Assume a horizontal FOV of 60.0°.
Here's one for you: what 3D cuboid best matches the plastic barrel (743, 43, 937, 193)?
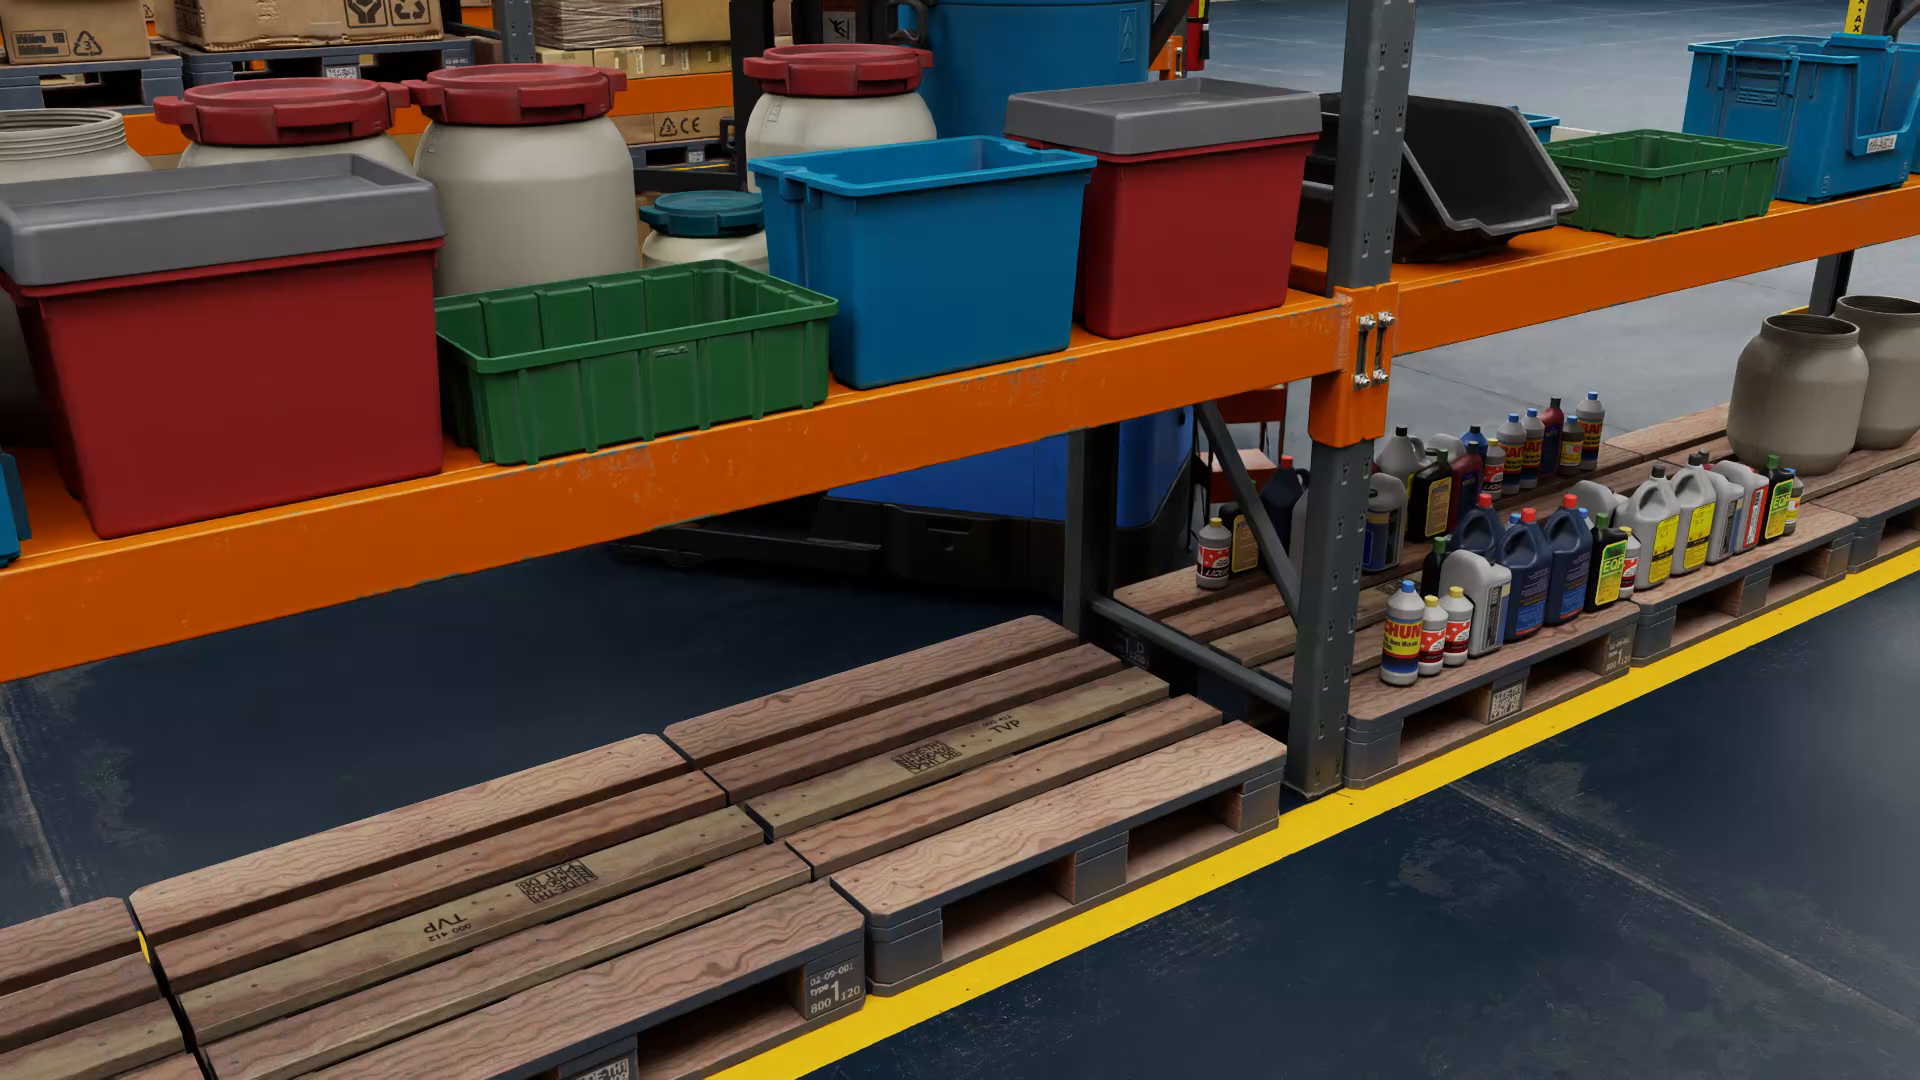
[{"bbox_3d":[-0.261,-0.812,3.700,0.433,0.535,0.433,0,22,0],"label":"plastic barrel"}]

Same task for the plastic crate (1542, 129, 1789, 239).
[{"bbox_3d":[1.910,-1.000,4.642,0.662,0.188,0.450,-15,26,-33],"label":"plastic crate"}]

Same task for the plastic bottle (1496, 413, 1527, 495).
[{"bbox_3d":[1.877,-0.298,5.684,0.097,0.271,0.097,0,22,0],"label":"plastic bottle"}]

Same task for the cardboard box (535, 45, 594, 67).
[{"bbox_3d":[-1.899,-2.219,7.750,0.250,0.149,0.380,-15,26,-33],"label":"cardboard box"}]

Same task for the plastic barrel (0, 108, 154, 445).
[{"bbox_3d":[-1.551,-0.454,2.836,0.421,0.512,0.421,0,22,0],"label":"plastic barrel"}]

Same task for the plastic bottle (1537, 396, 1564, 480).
[{"bbox_3d":[2.042,-0.356,5.813,0.133,0.283,0.061,-14,26,-32],"label":"plastic bottle"}]

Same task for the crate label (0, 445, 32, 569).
[{"bbox_3d":[-1.639,-0.174,2.238,0.616,0.435,0.502,-15,26,-33],"label":"crate label"}]

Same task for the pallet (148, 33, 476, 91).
[{"bbox_3d":[-2.954,-2.169,7.544,1.213,0.211,1.003,-15,26,-33],"label":"pallet"}]

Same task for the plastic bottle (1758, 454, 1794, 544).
[{"bbox_3d":[2.571,-0.138,5.267,0.133,0.283,0.061,-14,26,-32],"label":"plastic bottle"}]

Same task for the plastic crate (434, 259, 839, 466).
[{"bbox_3d":[-0.605,-0.330,2.961,0.662,0.188,0.450,-15,26,-33],"label":"plastic crate"}]

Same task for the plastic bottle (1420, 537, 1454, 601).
[{"bbox_3d":[1.342,0.120,4.619,0.133,0.283,0.061,-15,26,-33],"label":"plastic bottle"}]

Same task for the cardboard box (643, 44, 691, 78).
[{"bbox_3d":[-1.502,-2.332,8.032,0.250,0.149,0.380,-15,26,-33],"label":"cardboard box"}]

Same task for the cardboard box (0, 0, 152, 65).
[{"bbox_3d":[-3.602,-2.220,6.706,0.637,0.503,0.797,-12,25,-27],"label":"cardboard box"}]

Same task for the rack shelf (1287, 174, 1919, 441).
[{"bbox_3d":[2.267,-0.989,5.297,4.000,0.370,1.077,-15,26,-33],"label":"rack shelf"}]

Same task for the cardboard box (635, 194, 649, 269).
[{"bbox_3d":[-1.901,-1.489,8.385,0.500,0.500,0.500,-16,27,-34],"label":"cardboard box"}]

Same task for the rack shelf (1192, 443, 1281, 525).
[{"bbox_3d":[0.934,-0.167,5.670,0.240,0.259,0.215,-4,23,-9],"label":"rack shelf"}]

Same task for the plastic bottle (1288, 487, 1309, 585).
[{"bbox_3d":[1.082,-0.047,4.946,0.185,0.351,0.144,-15,26,-33],"label":"plastic bottle"}]

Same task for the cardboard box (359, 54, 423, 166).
[{"bbox_3d":[-4.512,-3.217,12.212,0.875,0.875,0.875,-14,26,-32],"label":"cardboard box"}]

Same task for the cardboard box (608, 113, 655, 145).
[{"bbox_3d":[-3.042,-3.610,13.197,0.875,0.875,0.875,-15,26,-34],"label":"cardboard box"}]

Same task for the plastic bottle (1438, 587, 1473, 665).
[{"bbox_3d":[1.323,0.224,4.469,0.097,0.201,0.097,0,22,0],"label":"plastic bottle"}]

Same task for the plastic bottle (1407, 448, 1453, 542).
[{"bbox_3d":[1.497,-0.145,5.284,0.133,0.283,0.061,-15,26,-33],"label":"plastic bottle"}]

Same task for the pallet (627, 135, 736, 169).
[{"bbox_3d":[-2.420,-3.268,13.801,1.213,0.211,1.003,-15,26,-33],"label":"pallet"}]

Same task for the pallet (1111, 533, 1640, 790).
[{"bbox_3d":[1.213,0.272,4.929,1.213,0.211,1.003,-15,26,-33],"label":"pallet"}]

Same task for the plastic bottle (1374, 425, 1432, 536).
[{"bbox_3d":[1.416,-0.201,5.334,0.185,0.351,0.144,-15,26,-33],"label":"plastic bottle"}]

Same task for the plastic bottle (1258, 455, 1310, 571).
[{"bbox_3d":[0.998,-0.090,5.055,0.185,0.351,0.144,-16,27,-34],"label":"plastic bottle"}]

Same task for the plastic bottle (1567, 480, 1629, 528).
[{"bbox_3d":[1.932,-0.051,5.058,0.135,0.276,0.152,-15,26,-33],"label":"plastic bottle"}]

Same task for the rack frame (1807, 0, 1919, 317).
[{"bbox_3d":[3.890,-1.756,6.249,0.127,3.000,1.000,-15,26,-33],"label":"rack frame"}]

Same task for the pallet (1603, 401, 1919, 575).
[{"bbox_3d":[3.194,-0.256,6.252,1.213,0.211,1.003,-15,26,-33],"label":"pallet"}]

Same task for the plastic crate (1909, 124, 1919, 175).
[{"bbox_3d":[3.128,-1.349,5.431,0.408,0.251,0.499,-15,26,-33],"label":"plastic crate"}]

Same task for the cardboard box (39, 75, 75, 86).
[{"bbox_3d":[-6.300,-2.675,11.022,0.750,0.750,1.050,-15,26,-33],"label":"cardboard box"}]

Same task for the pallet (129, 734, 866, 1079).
[{"bbox_3d":[-0.962,0.853,3.475,1.213,0.211,1.003,-15,26,-33],"label":"pallet"}]

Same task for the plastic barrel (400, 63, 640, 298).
[{"bbox_3d":[-0.857,-0.653,3.302,0.433,0.535,0.433,0,22,0],"label":"plastic barrel"}]

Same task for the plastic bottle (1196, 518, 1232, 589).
[{"bbox_3d":[0.756,0.033,4.948,0.097,0.201,0.097,0,22,0],"label":"plastic bottle"}]

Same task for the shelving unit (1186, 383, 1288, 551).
[{"bbox_3d":[0.934,-0.433,5.559,0.252,1.050,0.215,-4,23,-9],"label":"shelving unit"}]

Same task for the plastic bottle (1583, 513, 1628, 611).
[{"bbox_3d":[1.853,0.054,4.786,0.133,0.283,0.061,-14,25,-31],"label":"plastic bottle"}]

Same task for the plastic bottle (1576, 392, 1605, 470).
[{"bbox_3d":[2.237,-0.394,5.924,0.097,0.271,0.097,0,22,0],"label":"plastic bottle"}]

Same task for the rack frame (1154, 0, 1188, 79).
[{"bbox_3d":[0.998,-3.246,9.983,0.127,3.000,1.000,-15,26,-33],"label":"rack frame"}]

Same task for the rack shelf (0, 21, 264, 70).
[{"bbox_3d":[-6.687,-3.127,10.656,4.000,0.370,1.077,-15,26,-33],"label":"rack shelf"}]

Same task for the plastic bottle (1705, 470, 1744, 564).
[{"bbox_3d":[2.322,-0.089,5.154,0.135,0.276,0.152,-16,27,-34],"label":"plastic bottle"}]

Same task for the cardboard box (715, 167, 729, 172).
[{"bbox_3d":[-0.982,-1.773,9.098,0.500,0.500,0.500,-18,28,-37],"label":"cardboard box"}]

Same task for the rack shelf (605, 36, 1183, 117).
[{"bbox_3d":[-0.626,-2.479,9.031,4.000,0.370,1.077,-15,26,-33],"label":"rack shelf"}]

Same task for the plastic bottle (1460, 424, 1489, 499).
[{"bbox_3d":[1.713,-0.254,5.574,0.097,0.271,0.097,0,22,0],"label":"plastic bottle"}]

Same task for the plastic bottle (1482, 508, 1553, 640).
[{"bbox_3d":[1.541,0.086,4.613,0.185,0.351,0.144,-14,26,-31],"label":"plastic bottle"}]

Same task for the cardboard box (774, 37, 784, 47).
[{"bbox_3d":[-1.077,-2.431,8.279,0.250,0.149,0.380,-15,26,-33],"label":"cardboard box"}]

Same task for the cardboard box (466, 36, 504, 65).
[{"bbox_3d":[-2.246,-2.398,8.198,0.250,0.149,0.380,-15,26,-33],"label":"cardboard box"}]

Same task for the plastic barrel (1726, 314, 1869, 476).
[{"bbox_3d":[2.994,-0.521,5.946,0.421,0.512,0.421,0,22,0],"label":"plastic barrel"}]

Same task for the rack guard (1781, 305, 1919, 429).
[{"bbox_3d":[3.856,-0.564,6.635,0.348,0.500,1.175,-15,26,-33],"label":"rack guard"}]

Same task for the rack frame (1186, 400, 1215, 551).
[{"bbox_3d":[0.814,-0.425,5.540,0.008,1.050,0.200,-4,23,-9],"label":"rack frame"}]

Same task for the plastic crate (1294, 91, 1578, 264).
[{"bbox_3d":[1.143,-0.936,4.279,0.504,0.338,0.767,-15,26,-33],"label":"plastic crate"}]

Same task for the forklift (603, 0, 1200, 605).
[{"bbox_3d":[-0.715,-1.444,5.561,3.031,2.935,1.130,6,23,16],"label":"forklift"}]

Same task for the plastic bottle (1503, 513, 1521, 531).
[{"bbox_3d":[1.588,0.055,4.798,0.097,0.271,0.097,0,22,0],"label":"plastic bottle"}]

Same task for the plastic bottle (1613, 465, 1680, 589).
[{"bbox_3d":[2.039,-0.047,4.946,0.185,0.351,0.144,-15,26,-33],"label":"plastic bottle"}]

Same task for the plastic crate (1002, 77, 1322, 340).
[{"bbox_3d":[0.429,-0.723,3.574,0.583,0.464,0.402,-15,26,-33],"label":"plastic crate"}]

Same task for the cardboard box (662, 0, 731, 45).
[{"bbox_3d":[-1.421,-2.741,8.182,0.500,0.500,0.875,-15,26,-33],"label":"cardboard box"}]

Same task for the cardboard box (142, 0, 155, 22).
[{"bbox_3d":[-5.331,-3.747,11.104,0.500,0.500,0.500,-15,26,-33],"label":"cardboard box"}]

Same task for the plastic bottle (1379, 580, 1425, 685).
[{"bbox_3d":[1.158,0.236,4.346,0.097,0.271,0.097,0,22,0],"label":"plastic bottle"}]
